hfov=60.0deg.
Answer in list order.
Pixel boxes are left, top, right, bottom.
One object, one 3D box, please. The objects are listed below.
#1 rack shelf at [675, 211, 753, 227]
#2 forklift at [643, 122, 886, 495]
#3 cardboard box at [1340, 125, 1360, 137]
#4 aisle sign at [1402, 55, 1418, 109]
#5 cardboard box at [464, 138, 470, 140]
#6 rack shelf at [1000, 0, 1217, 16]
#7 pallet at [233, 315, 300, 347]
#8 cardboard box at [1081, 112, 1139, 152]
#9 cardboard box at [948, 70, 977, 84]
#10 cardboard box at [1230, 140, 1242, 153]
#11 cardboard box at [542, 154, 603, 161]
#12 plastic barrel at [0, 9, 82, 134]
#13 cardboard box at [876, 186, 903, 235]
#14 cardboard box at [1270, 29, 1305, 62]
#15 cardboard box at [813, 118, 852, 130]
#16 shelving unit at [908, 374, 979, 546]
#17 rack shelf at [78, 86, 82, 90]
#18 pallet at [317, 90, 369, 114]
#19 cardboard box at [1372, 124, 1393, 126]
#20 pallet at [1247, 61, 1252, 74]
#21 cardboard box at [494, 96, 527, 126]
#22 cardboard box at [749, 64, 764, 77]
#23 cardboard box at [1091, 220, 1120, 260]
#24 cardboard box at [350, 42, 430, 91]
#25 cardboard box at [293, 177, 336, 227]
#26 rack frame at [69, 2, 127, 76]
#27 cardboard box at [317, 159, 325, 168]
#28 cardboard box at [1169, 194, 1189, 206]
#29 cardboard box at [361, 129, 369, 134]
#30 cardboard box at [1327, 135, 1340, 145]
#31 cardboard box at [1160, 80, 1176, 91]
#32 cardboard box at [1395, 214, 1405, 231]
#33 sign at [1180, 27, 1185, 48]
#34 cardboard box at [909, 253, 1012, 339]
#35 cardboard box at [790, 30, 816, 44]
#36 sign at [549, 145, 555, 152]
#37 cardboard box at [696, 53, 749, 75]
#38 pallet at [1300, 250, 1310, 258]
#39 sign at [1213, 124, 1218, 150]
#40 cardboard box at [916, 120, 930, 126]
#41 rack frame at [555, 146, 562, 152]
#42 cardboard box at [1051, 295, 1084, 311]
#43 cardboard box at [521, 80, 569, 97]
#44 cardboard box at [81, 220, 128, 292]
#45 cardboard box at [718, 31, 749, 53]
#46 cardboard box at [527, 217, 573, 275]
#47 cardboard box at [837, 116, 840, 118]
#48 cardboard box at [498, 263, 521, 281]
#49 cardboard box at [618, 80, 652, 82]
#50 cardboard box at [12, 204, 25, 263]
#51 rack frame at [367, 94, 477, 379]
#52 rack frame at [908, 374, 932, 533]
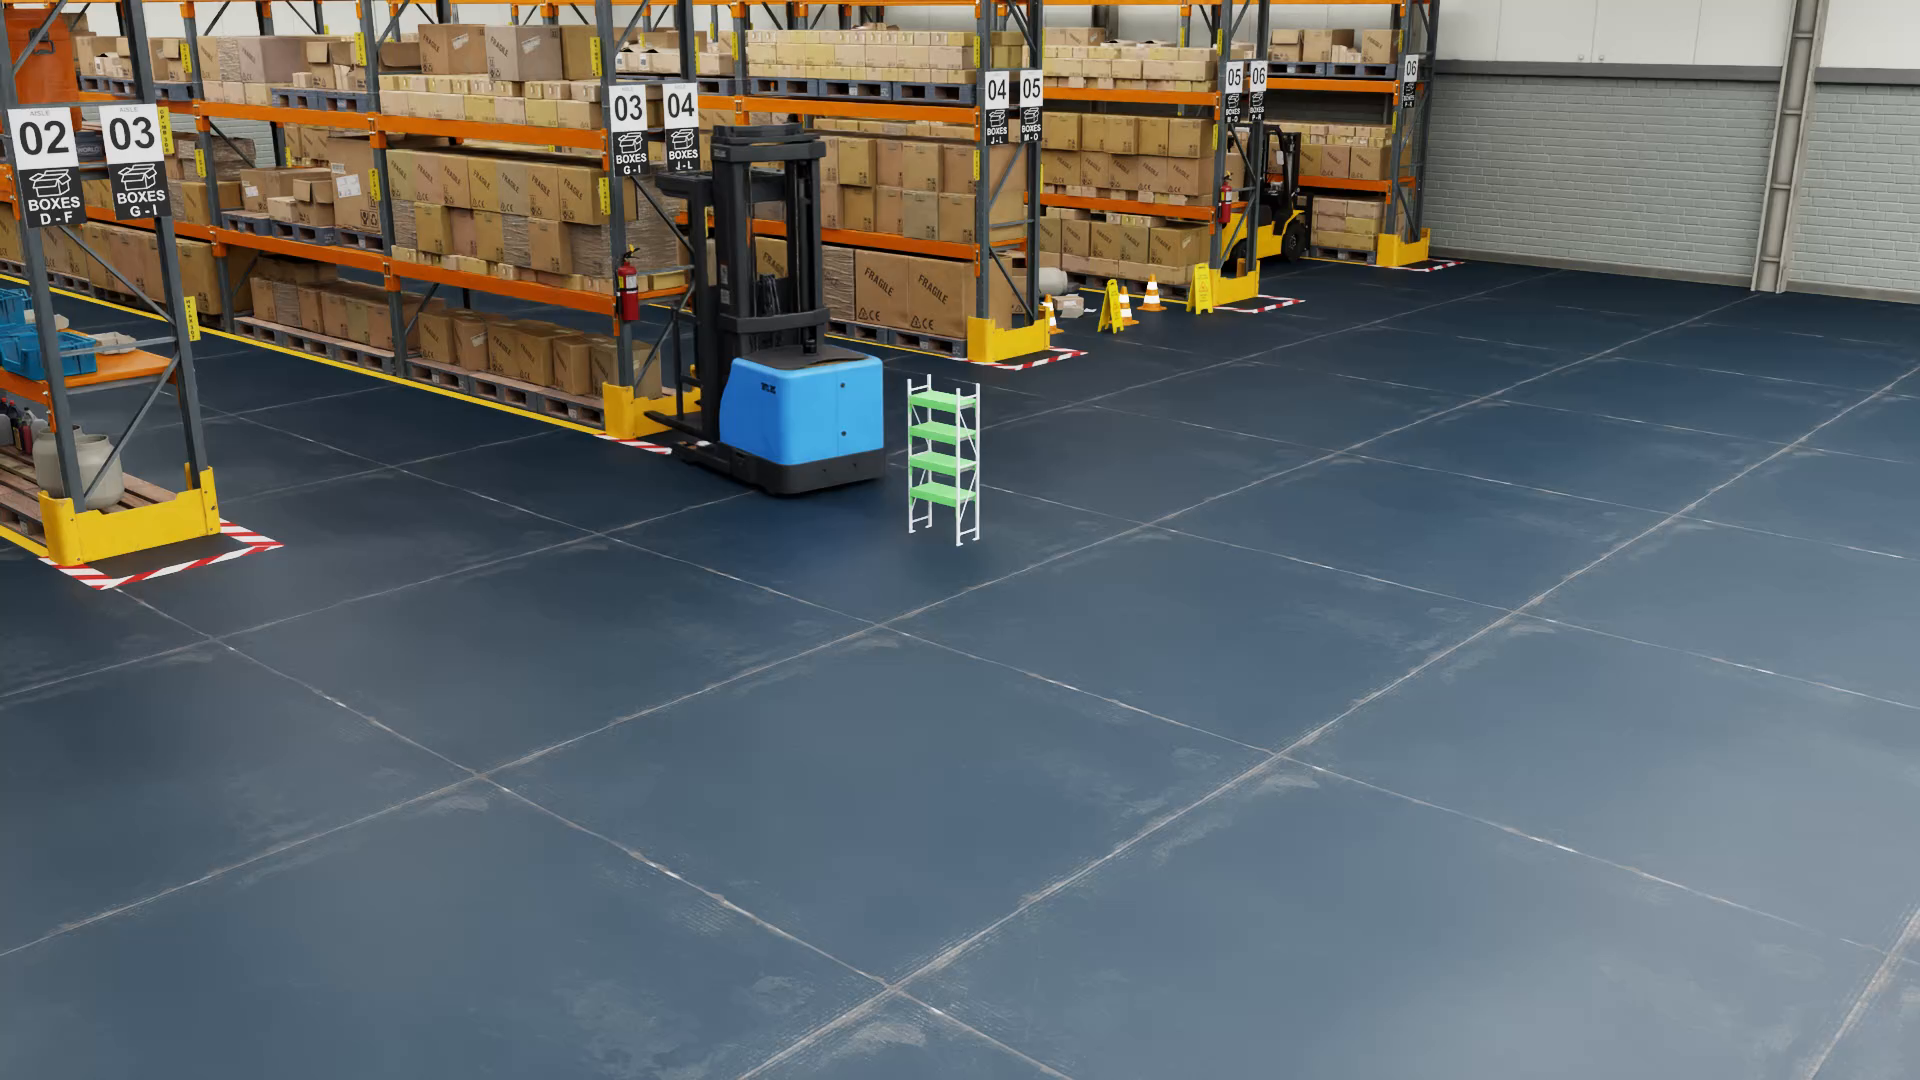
[{"bbox_3d":[-3.931,-4.476,22.946,4.000,0.370,1.077,15,23,39],"label":"rack shelf"},{"bbox_3d":[-1.929,-2.149,14.539,1.130,2.935,3.031,-13,22,-36],"label":"forklift"},{"bbox_3d":[6.232,-6.490,26.373,0.250,0.149,0.380,16,23,40],"label":"cardboard box"},{"bbox_3d":[6.912,-7.038,25.531,0.004,0.787,0.394,15,23,39],"label":"aisle sign"},{"bbox_3d":[-7.596,-6.245,26.069,0.250,0.149,0.380,14,22,38],"label":"cardboard box"},{"bbox_3d":[2.571,-9.409,29.233,4.000,0.370,1.077,15,23,39],"label":"rack shelf"},{"bbox_3d":[-8.212,-2.632,20.557,1.213,0.211,1.003,15,23,39],"label":"pallet"},{"bbox_3d":[2.135,-5.788,23.580,0.500,0.500,0.700,15,23,39],"label":"cardboard box"},{"bbox_3d":[0.083,-5.162,18.516,0.250,0.149,0.380,15,23,39],"label":"cardboard box"},{"bbox_3d":[4.626,-6.480,27.906,0.500,0.500,0.500,16,23,40],"label":"cardboard box"},{"bbox_3d":[-3.786,-3.553,16.537,0.500,0.500,0.500,15,23,39],"label":"cardboard box"},{"bbox_3d":[-6.547,-3.295,11.673,0.708,0.830,0.600,15,23,39],"label":"plastic barrel"},{"bbox_3d":[-0.513,-3.996,19.997,0.550,0.550,0.875,15,23,39],"label":"cardboard box"},{"bbox_3d":[5.453,-7.993,26.850,0.637,0.503,0.797,16,24,41],"label":"cardboard box"},{"bbox_3d":[-2.034,-6.608,27.122,0.500,0.500,0.500,14,22,38],"label":"cardboard box"},{"bbox_3d":[-0.124,-0.605,12.535,0.503,1.200,0.258,15,23,39],"label":"shelving unit"},{"bbox_3d":[-13.283,-6.410,24.082,4.000,0.370,1.077,15,23,39],"label":"rack shelf"},{"bbox_3d":[-6.194,-4.804,18.141,1.003,0.211,1.213,15,23,39],"label":"pallet"},{"bbox_3d":[6.791,-6.560,26.595,0.250,0.149,0.380,16,24,41],"label":"cardboard box"},{"bbox_3d":[4.722,-7.904,27.744,1.213,0.211,1.003,15,23,39],"label":"pallet"},{"bbox_3d":[-4.094,-4.114,15.906,0.500,0.250,0.500,16,23,40],"label":"cardboard box"},{"bbox_3d":[-2.389,-5.825,20.605,0.250,0.149,0.380,15,23,38],"label":"cardboard box"},{"bbox_3d":[2.229,-4.310,23.846,0.500,0.500,0.500,14,23,38],"label":"cardboard box"},{"bbox_3d":[-6.089,-5.111,17.935,0.637,0.503,0.797,14,22,37],"label":"cardboard box"},{"bbox_3d":[-7.161,-3.892,19.052,0.797,0.503,0.637,-15,23,-40],"label":"cardboard box"},{"bbox_3d":[-11.787,-7.781,22.254,0.127,3.000,1.000,15,23,39],"label":"rack frame"},{"bbox_3d":[-10.718,-6.439,28.357,0.250,0.149,0.380,16,24,42],"label":"cardboard box"},{"bbox_3d":[3.081,-4.687,22.837,0.250,0.149,0.380,15,23,39],"label":"cardboard box"},{"bbox_3d":[-9.340,-6.825,26.850,0.500,0.500,0.500,14,22,38],"label":"cardboard box"},{"bbox_3d":[6.071,-6.404,26.595,0.250,0.149,0.380,15,23,39],"label":"cardboard box"},{"bbox_3d":[2.930,-6.176,22.571,0.250,0.149,0.380,16,24,41],"label":"cardboard box"},{"bbox_3d":[6.844,-5.148,26.897,0.500,0.250,0.500,16,23,40],"label":"cardboard box"},{"bbox_3d":[3.714,-8.383,27.733,0.005,0.325,0.100,15,23,39],"label":"sign"},{"bbox_3d":[0.005,-2.923,19.681,0.875,0.875,0.875,15,23,40],"label":"cardboard box"},{"bbox_3d":[-1.818,-6.053,20.003,0.250,0.149,0.380,15,23,38],"label":"cardboard box"},{"bbox_3d":[-5.780,-5.610,23.547,0.005,0.325,0.100,15,23,39],"label":"sign"},{"bbox_3d":[-3.070,-6.129,21.395,0.500,0.250,0.500,15,23,40],"label":"cardboard box"},{"bbox_3d":[5.550,-4.938,27.823,1.213,0.211,1.003,15,23,39],"label":"pallet"},{"bbox_3d":[3.383,-5.335,22.028,0.005,0.325,0.100,15,23,39],"label":"sign"},{"bbox_3d":[-0.465,-6.483,25.658,0.250,0.149,0.380,14,22,37],"label":"cardboard box"},{"bbox_3d":[-5.427,-5.221,24.103,0.127,3.000,1.000,15,23,39],"label":"rack frame"},{"bbox_3d":[1.446,-3.202,22.454,0.380,0.149,0.250,-6,18,-18],"label":"cardboard box"},{"bbox_3d":[-3.927,-4.278,15.762,0.250,0.149,0.380,15,23,40],"label":"cardboard box"},{"bbox_3d":[-11.295,-3.985,23.029,0.875,0.875,1.225,15,23,39],"label":"cardboard box"},{"bbox_3d":[-3.728,-8.327,28.071,0.500,0.500,0.500,15,23,40],"label":"cardboard box"},{"bbox_3d":[-3.658,-2.892,16.108,0.500,0.500,0.875,15,23,39],"label":"cardboard box"},{"bbox_3d":[-2.854,-9.075,34.763,0.500,0.500,0.500,14,23,38],"label":"cardboard box"},{"bbox_3d":[-4.353,-2.681,16.515,0.250,0.149,0.380,15,23,39],"label":"cardboard box"},{"bbox_3d":[-2.994,-4.242,15.650,0.250,0.149,0.380,16,23,40],"label":"cardboard box"},{"bbox_3d":[-13.566,-4.619,25.026,0.875,0.875,0.875,15,23,39],"label":"cardboard box"},{"bbox_3d":[-5.803,-3.316,18.100,0.127,3.000,1.000,15,23,39],"label":"rack frame"},{"bbox_3d":[-0.306,-0.654,12.689,0.015,1.200,0.240,15,23,39],"label":"rack frame"}]
